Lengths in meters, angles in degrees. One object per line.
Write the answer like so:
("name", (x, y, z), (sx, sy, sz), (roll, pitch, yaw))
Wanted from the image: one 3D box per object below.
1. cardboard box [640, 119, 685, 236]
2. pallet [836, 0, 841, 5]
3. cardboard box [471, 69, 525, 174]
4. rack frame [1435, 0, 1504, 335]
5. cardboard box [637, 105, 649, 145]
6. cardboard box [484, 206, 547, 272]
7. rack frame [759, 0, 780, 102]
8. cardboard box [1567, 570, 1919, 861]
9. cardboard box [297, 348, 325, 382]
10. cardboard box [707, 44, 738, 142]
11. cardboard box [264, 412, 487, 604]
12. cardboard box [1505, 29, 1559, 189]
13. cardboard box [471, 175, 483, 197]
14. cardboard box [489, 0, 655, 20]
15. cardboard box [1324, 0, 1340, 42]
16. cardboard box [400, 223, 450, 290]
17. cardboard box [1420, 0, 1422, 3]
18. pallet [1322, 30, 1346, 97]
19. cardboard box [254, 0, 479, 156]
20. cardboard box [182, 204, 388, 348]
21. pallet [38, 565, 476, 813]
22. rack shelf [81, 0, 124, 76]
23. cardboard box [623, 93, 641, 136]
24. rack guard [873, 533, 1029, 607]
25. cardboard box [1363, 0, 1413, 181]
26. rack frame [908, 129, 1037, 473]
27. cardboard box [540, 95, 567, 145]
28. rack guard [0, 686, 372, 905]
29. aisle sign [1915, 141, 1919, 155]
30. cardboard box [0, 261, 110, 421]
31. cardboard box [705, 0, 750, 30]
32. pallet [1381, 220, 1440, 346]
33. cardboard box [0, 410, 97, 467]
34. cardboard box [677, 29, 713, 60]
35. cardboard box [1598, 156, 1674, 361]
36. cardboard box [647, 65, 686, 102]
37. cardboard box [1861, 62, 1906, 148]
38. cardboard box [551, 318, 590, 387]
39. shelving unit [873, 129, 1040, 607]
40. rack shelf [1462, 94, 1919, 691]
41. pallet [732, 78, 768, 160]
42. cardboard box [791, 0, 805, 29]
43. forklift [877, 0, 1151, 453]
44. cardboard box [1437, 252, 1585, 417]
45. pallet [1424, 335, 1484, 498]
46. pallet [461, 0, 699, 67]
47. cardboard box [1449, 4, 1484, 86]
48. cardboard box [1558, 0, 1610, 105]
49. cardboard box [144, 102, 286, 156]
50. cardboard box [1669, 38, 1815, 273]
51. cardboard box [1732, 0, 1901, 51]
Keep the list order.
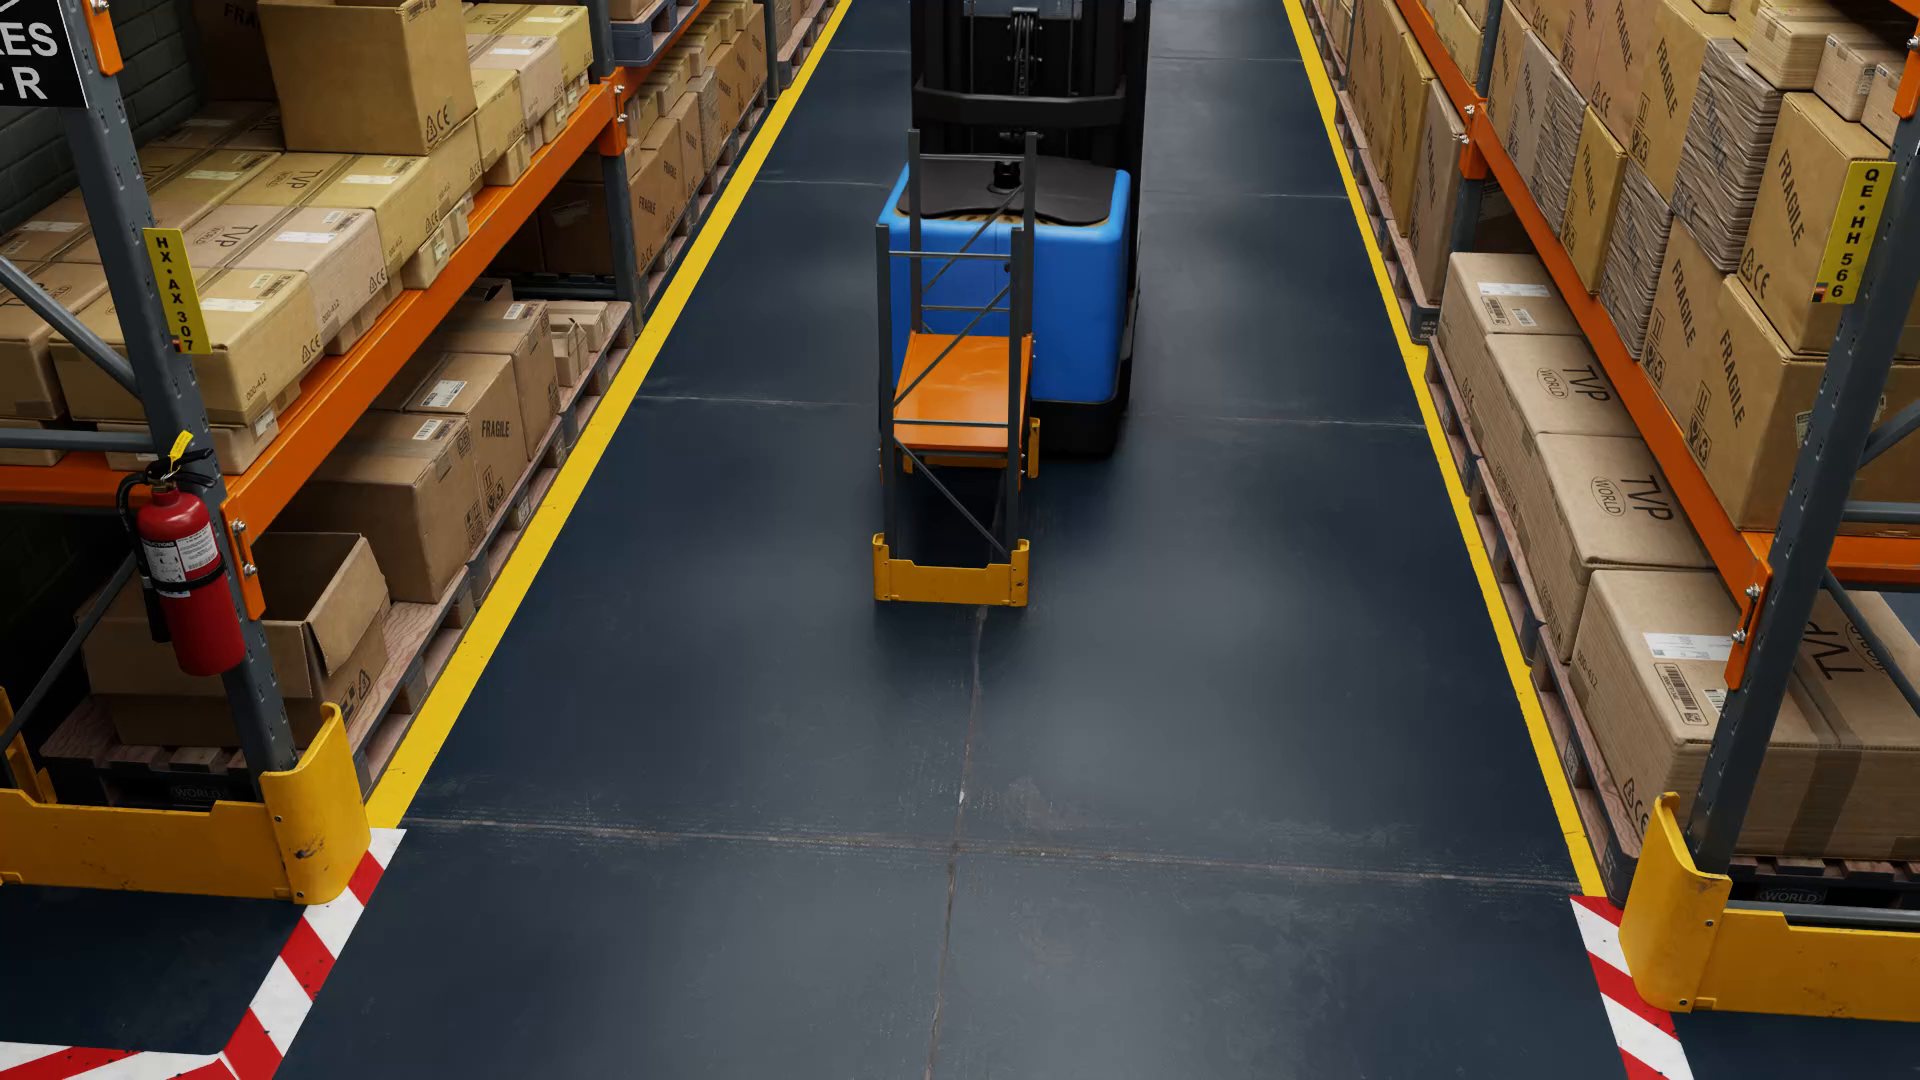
("cardboard box", (-1.822, -1.985, 9.094), (0.500, 0.500, 0.500), (2, 32, 3))
("pallet", (-1.489, -4.957, 14.593), (1.003, 0.211, 1.213), (2, 32, 4))
("cardboard box", (-1.998, -1.611, 6.365), (0.500, 0.250, 0.500), (2, 32, 4))
("rack frame", (2.828, -2.138, 7.360), (1.000, 3.000, 0.127), (2, 32, 4))
("cardboard box", (-1.870, -2.198, 8.822), (0.380, 0.149, 0.250), (1, 32, 1))
("cardboard box", (-2.374, -1.732, 8.684), (0.500, 0.500, 0.500), (2, 32, 4))
("rack frame", (-1.794, -4.440, 11.095), (1.000, 3.000, 0.127), (2, 32, 4))
("cardboard box", (2.456, 0.516, 5.095), (0.875, 0.438, 0.875), (1, 32, 2))
("cardboard box", (-2.184, -0.584, 5.078), (0.380, 0.149, 0.250), (2, 32, 3))
("cardboard box", (-1.705, -2.789, 10.399), (0.500, 0.500, 0.500), (4, 32, 6))
("cardboard box", (-2.192, -0.132, 6.088), (0.700, 0.500, 0.500), (4, 32, 6))
("cardboard box", (2.484, -1.684, 6.528), (0.500, 0.500, 0.500), (3, 32, 4))
("cardboard box", (-2.064, -1.389, 6.384), (0.380, 0.149, 0.250), (3, 32, 5))
("cardboard box", (-1.857, -2.813, 7.960), (0.700, 0.500, 0.500), (3, 32, 5))
("cardboard box", (3.262, -3.971, 12.439), (0.950, 0.372, 0.625), (2, 32, 3))
("cardboard box", (-1.990, -0.981, 5.723), (0.380, 0.149, 0.250), (2, 32, 3))
("cardboard box", (2.754, -3.119, 9.095), (0.500, 0.250, 0.500), (2, 32, 4))
("pallet", (3.219, -3.451, 12.149), (1.003, 0.211, 1.213), (2, 32, 4))
("cardboard box", (-2.018, -1.649, 5.711), (0.500, 0.500, 0.500), (3, 32, 5))
("cardboard box", (-2.099, -0.809, 5.063), (0.500, 0.250, 0.500), (3, 32, 5))
("pallet", (-2.375, 0.474, 5.780), (1.003, 0.211, 1.213), (2, 32, 4))
("rack shelf", (-2.282, -2.273, 5.406), (1.077, 0.370, 4.000), (2, 32, 4))
("cardboard box", (-1.852, -2.180, 8.508), (0.380, 0.149, 0.250), (1, 32, 2))
("rack guard", (-0.034, 0.114, 6.327), (0.587, 0.250, 0.087), (2, 32, 4))
("cardboard box", (2.938, -2.680, 9.865), (0.875, 0.875, 0.875), (3, 32, 5))
("rack frame", (0.048, -0.949, 6.860), (0.500, 1.500, 0.032), (2, 32, 4))
("cardboard box", (-1.890, -1.790, 7.035), (0.380, 0.149, 0.250), (3, 32, 5))
("rack guard", (-2.439, 0.768, 5.028), (1.175, 0.500, 0.348), (2, 32, 4))
("aisle sign", (2.188, -1.129, 3.245), (0.394, 0.787, 0.004), (2, 32, 4))
("cardboard box", (-2.672, -0.571, 4.677), (0.500, 0.250, 0.500), (3, 32, 5))
("cardboard box", (-1.573, -3.417, 10.800), (0.380, 0.149, 0.250), (1, 32, 1))
("pallet", (2.816, -1.358, 8.752), (1.003, 0.211, 1.213), (2, 32, 4))
("cardboard box", (-2.686, -0.334, 4.673), (0.380, 0.149, 0.250), (2, 32, 3))
("cardboard box", (-1.725, -3.015, 10.147), (0.380, 0.149, 0.250), (2, 32, 3))
("cardboard box", (2.366, -0.884, 5.230), (0.500, 0.500, 0.500), (3, 32, 5))
("cardboard box", (-1.781, -2.601, 9.475), (0.380, 0.149, 0.250), (4, 32, 6))
("cardboard box", (2.332, -0.987, 3.826), (0.380, 0.149, 0.250), (3, 32, 5))
("cardboard box", (-1.901, -0.873, 7.512), (0.396, 0.266, 0.258), (4, 32, 6))
("shelving unit", (0.006, -0.678, 6.421), (0.587, 1.500, 1.083), (2, 32, 4))
("rack shelf", (2.665, -0.786, 5.852), (1.077, 0.370, 4.000), (2, 32, 4))
("pallet", (-1.892, -2.864, 11.196), (1.003, 0.211, 1.213), (2, 32, 4))
("cardboard box", (-1.684, -4.275, 12.691), (0.875, 0.625, 0.625), (3, 32, 6))
("forklift", (0.351, -2.383, 7.824), (1.130, 2.935, 3.031), (4, 32, 7))
("cardboard box", (2.670, -0.902, 7.397), (0.875, 0.438, 0.875), (2, 32, 3))
("pallet", (2.688, -0.557, 7.452), (1.003, 0.211, 1.213), (2, 32, 4))
("pallet", (-1.946, -2.680, 8.422), (1.003, 0.211, 1.213), (2, 32, 4))
("cardboard box", (2.613, -2.320, 7.798), (0.500, 0.250, 0.500), (2, 32, 3))
("cardboard box", (2.448, -1.836, 5.823), (0.500, 0.500, 0.500), (3, 32, 5))
("cardboard box", (-2.541, -1.373, 5.978), (0.500, 0.250, 0.500), (2, 32, 4))
("cardboard box", (2.318, -1.052, 4.549), (0.500, 0.500, 0.500), (3, 32, 4))
("cardboard box", (2.327, -1.389, 4.479), (0.380, 0.149, 0.250), (3, 32, 5))
